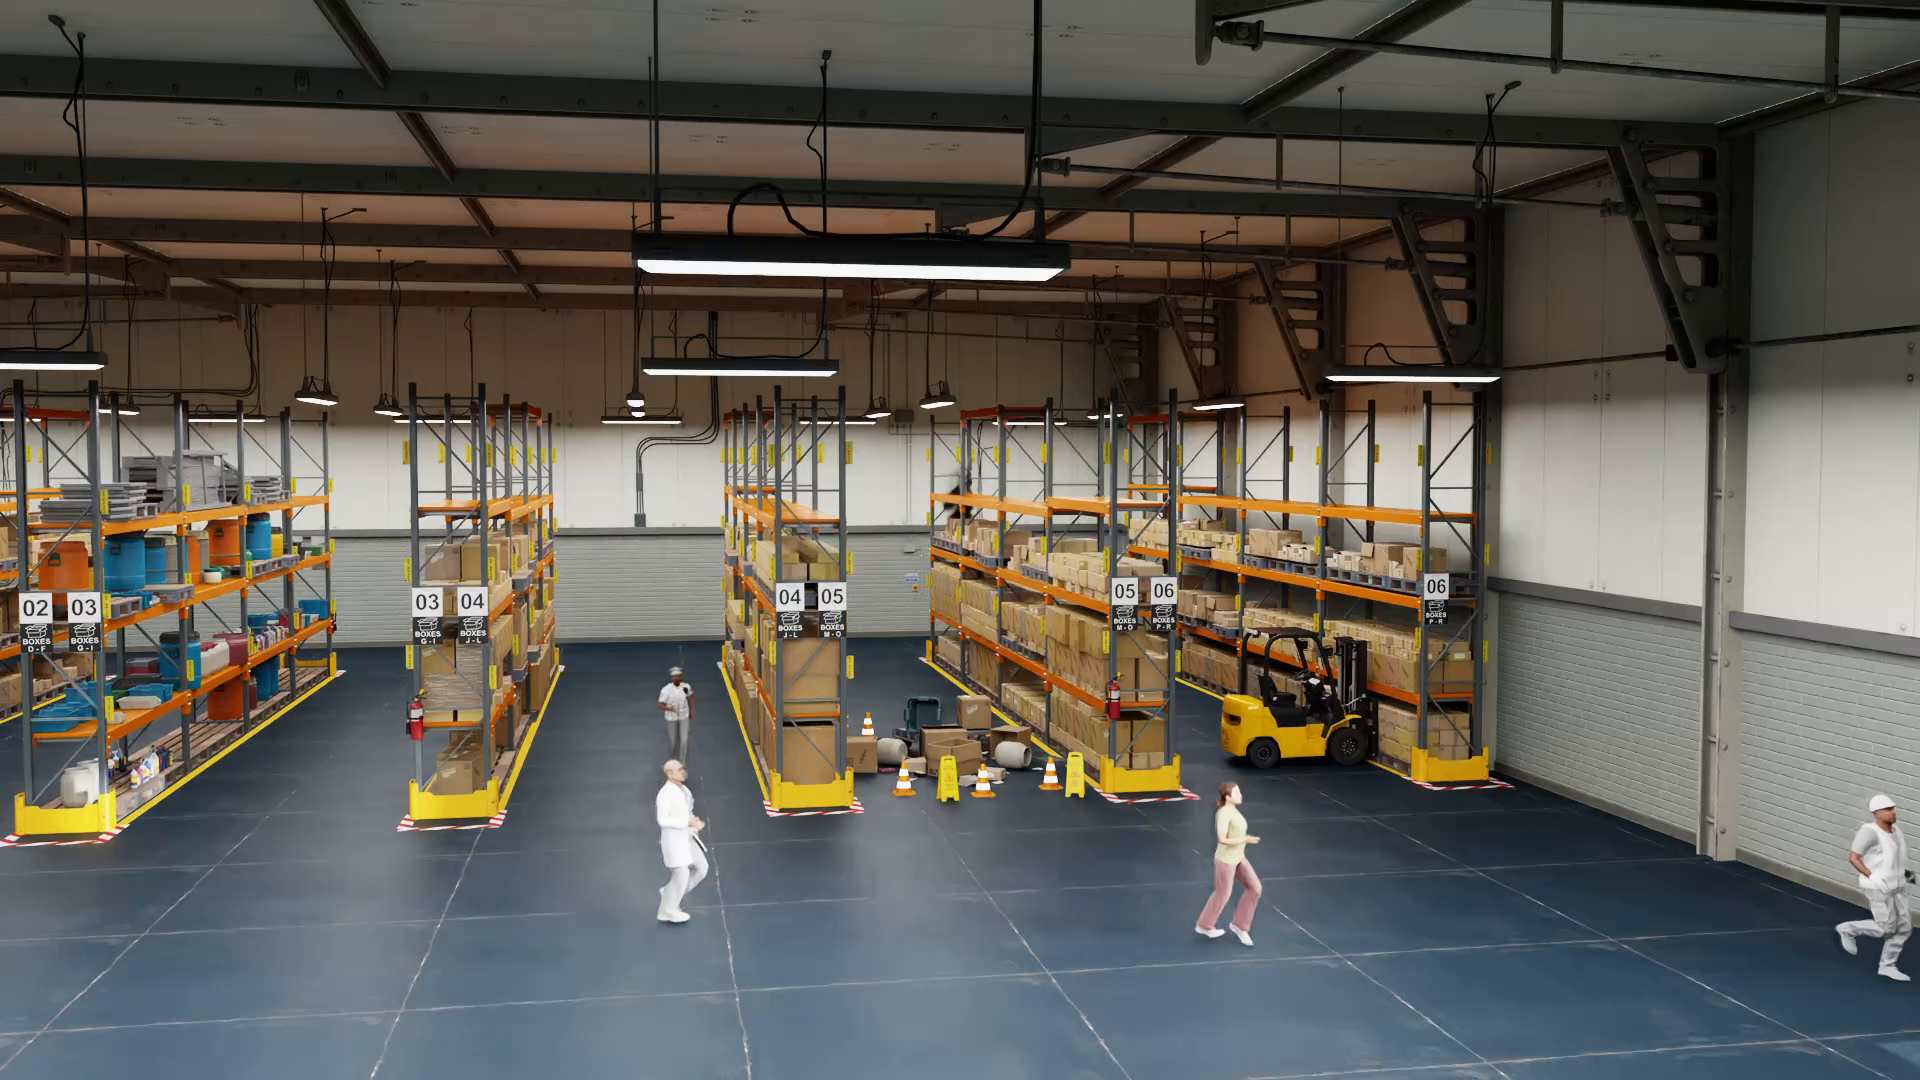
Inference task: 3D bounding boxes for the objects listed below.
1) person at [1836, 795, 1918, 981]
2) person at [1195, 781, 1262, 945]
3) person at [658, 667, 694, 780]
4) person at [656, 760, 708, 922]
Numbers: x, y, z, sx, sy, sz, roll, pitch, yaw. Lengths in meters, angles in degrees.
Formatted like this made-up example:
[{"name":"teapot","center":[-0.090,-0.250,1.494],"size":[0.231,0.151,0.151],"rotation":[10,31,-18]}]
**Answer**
[{"name":"person","center":[8.865,3.321,16.044],"size":[0.683,1.743,0.689],"rotation":[-2,3,-28]},{"name":"person","center":[2.751,3.312,17.015],"size":[0.711,1.710,0.556],"rotation":[2,3,30]},{"name":"person","center":[-4.429,2.836,26.034],"size":[0.587,1.729,0.895],"rotation":[-1,3,-16]},{"name":"person","center":[-2.956,3.218,17.803],"size":[0.634,1.733,0.698],"rotation":[1,3,16]}]
